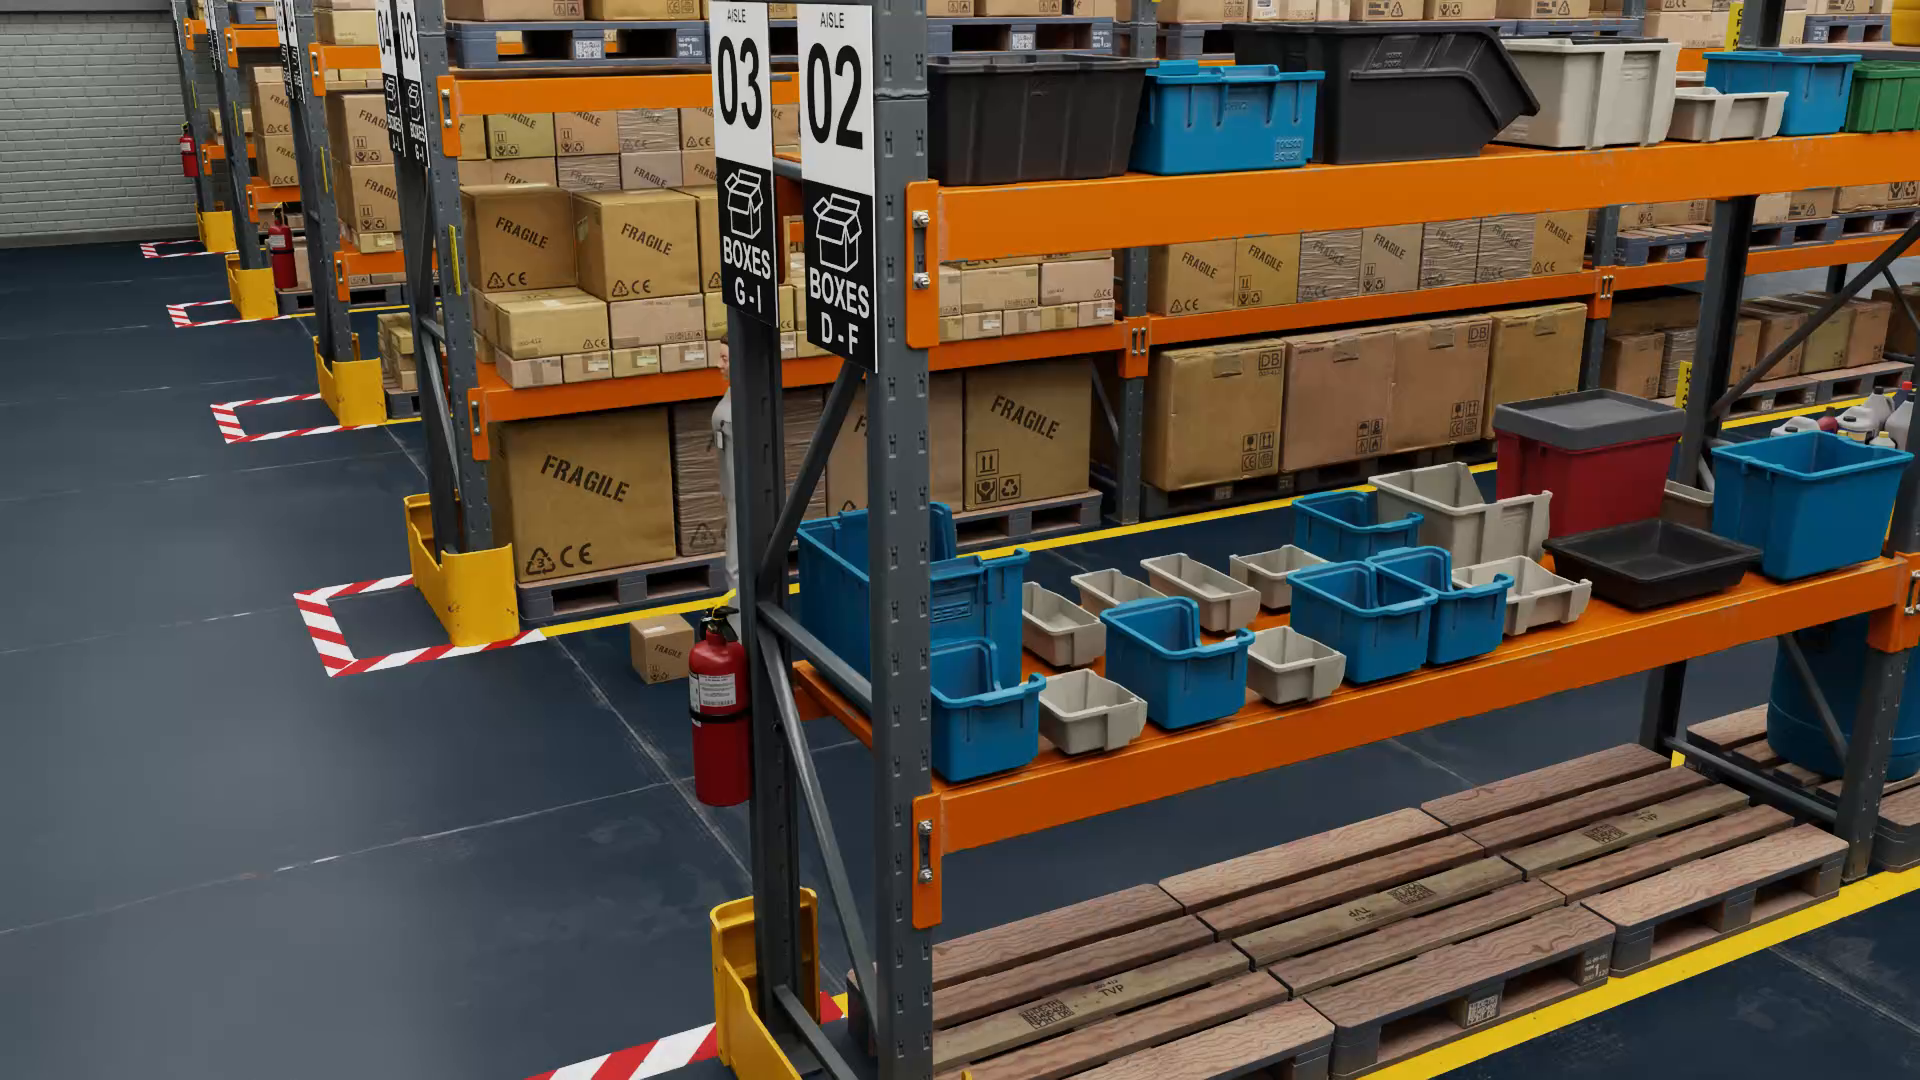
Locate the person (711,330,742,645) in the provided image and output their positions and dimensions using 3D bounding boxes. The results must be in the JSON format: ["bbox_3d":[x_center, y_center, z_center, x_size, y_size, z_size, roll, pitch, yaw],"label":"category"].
[{"bbox_3d":[-1.127,-0.203,8.159,0.528,1.683,0.474,-8,20,-21],"label":"person"}]
